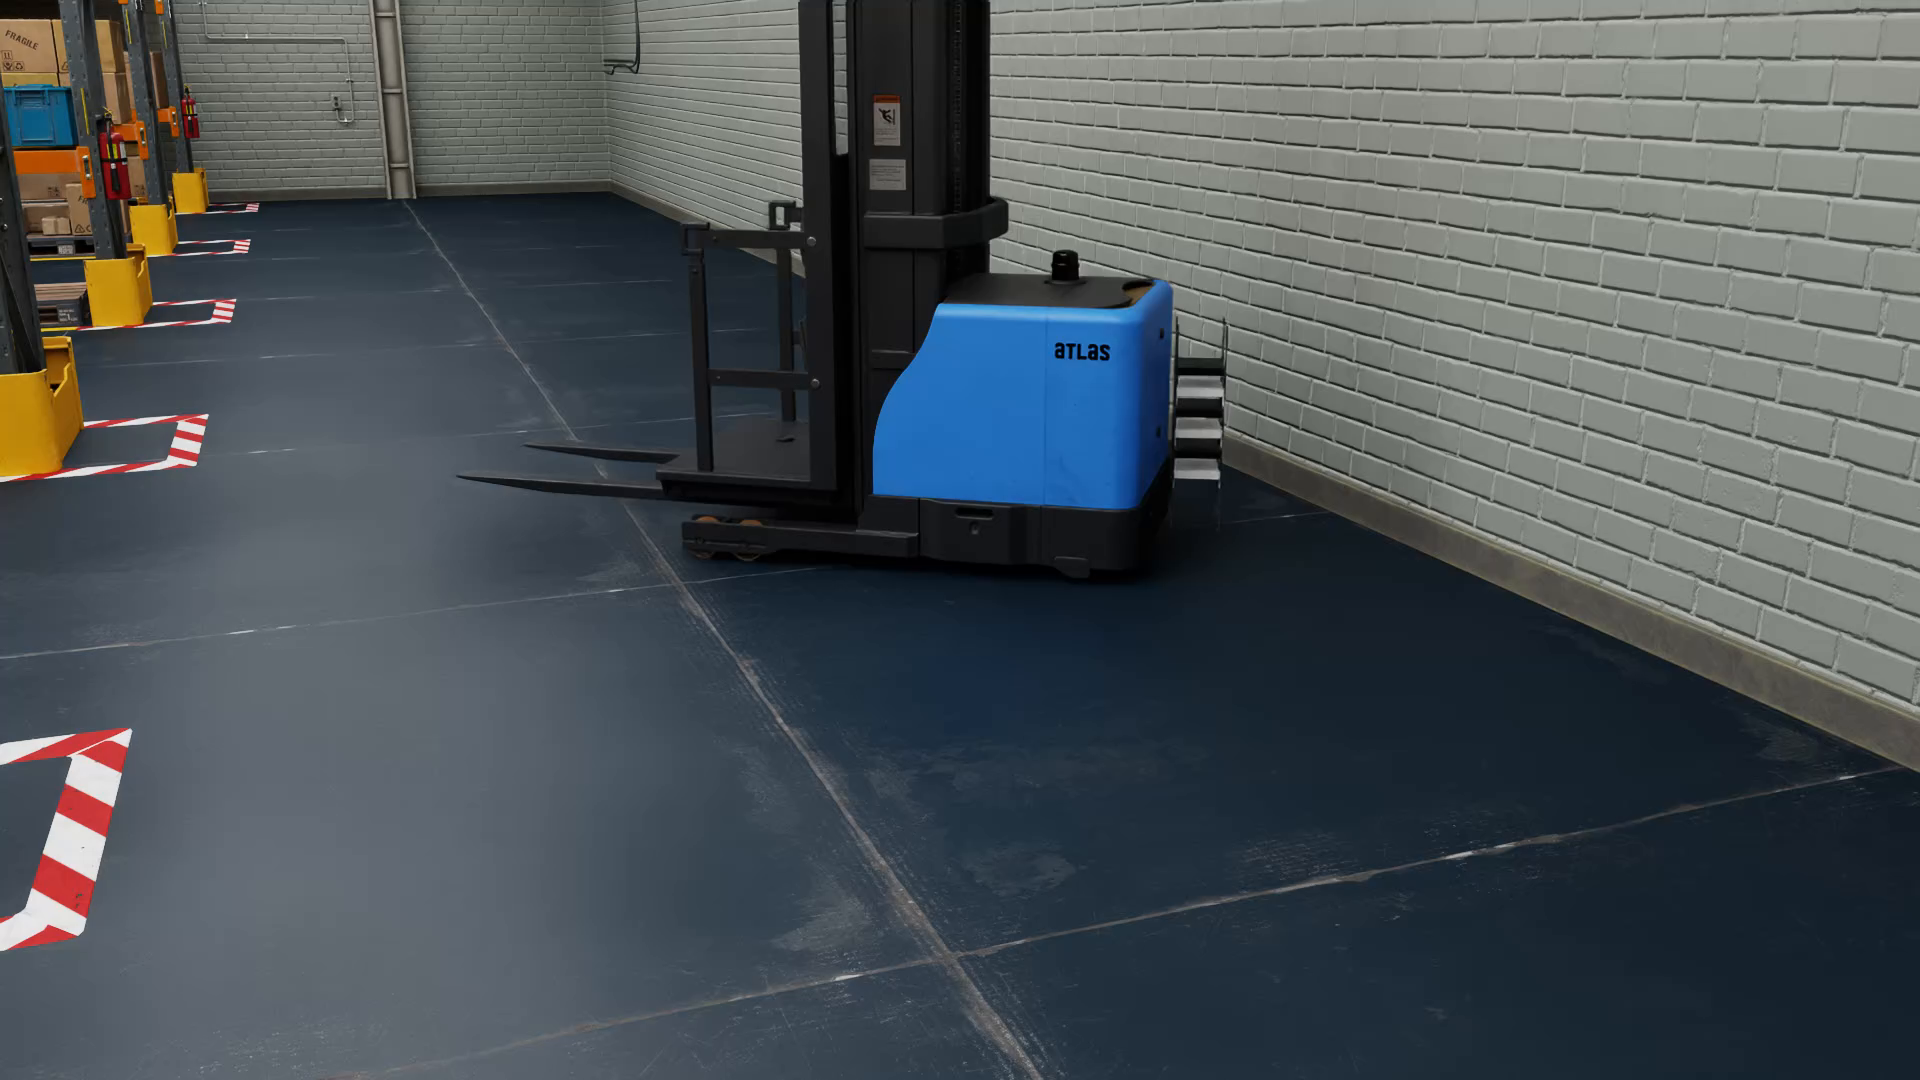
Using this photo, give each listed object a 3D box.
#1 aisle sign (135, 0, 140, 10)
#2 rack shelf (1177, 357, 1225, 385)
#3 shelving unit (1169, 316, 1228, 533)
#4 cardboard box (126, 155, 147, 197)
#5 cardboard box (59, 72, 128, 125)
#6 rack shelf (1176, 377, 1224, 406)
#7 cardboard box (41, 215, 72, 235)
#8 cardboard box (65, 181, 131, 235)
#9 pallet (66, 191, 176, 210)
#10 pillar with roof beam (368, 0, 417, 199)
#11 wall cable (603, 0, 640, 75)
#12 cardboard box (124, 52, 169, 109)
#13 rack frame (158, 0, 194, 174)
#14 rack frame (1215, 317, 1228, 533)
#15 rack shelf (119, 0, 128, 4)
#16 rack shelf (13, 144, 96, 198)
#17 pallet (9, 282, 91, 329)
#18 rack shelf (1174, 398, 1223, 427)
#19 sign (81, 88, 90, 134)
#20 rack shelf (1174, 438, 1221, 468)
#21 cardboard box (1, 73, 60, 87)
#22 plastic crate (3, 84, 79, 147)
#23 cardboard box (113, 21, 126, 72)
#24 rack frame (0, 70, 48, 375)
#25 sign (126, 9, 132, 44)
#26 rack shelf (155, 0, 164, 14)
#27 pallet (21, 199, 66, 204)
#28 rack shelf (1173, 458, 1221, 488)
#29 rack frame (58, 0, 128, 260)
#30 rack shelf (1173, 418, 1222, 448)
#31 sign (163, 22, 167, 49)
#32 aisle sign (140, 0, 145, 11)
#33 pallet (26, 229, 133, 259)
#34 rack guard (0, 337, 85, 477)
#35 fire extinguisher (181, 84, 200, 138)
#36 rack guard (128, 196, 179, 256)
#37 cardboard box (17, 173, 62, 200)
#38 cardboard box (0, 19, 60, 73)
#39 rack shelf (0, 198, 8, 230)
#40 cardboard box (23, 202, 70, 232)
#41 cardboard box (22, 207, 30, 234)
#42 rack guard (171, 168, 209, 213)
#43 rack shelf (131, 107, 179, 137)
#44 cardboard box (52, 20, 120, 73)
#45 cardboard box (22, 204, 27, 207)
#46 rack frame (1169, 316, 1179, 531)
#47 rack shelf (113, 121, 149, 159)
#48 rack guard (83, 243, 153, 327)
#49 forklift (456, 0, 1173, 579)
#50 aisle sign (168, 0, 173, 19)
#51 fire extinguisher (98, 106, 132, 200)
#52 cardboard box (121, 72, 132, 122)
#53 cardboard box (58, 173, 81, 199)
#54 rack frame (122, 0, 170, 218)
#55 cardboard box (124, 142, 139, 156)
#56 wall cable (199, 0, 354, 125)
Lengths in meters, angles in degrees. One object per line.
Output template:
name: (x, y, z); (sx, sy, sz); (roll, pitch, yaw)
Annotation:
aisle sign: (-8.223, -5.688, 16.529); (0.004, 0.787, 0.394); (-6, 17, -20)
rack shelf: (1.029, -0.728, 7.139); (0.200, 0.077, 0.258); (2, 16, 5)
shelving unit: (1.029, -0.501, 7.206); (0.210, 0.900, 0.258); (2, 16, 5)
cardboard box: (-10.790, -4.722, 21.547); (0.500, 0.500, 0.700); (-6, 17, -20)
cardboard box: (-8.717, -4.445, 16.735); (0.500, 0.500, 0.500); (-6, 17, -18)
rack shelf: (1.029, -0.641, 7.164); (0.200, 0.077, 0.258); (2, 16, 5)
cardboard box: (-9.226, -3.229, 17.018); (0.250, 0.166, 0.380); (-6, 17, -20)
cardboard box: (-8.816, -3.406, 17.029); (0.500, 0.500, 0.500); (-6, 17, -20)
pallet: (-10.891, -4.378, 21.632); (1.213, 0.211, 1.003); (-6, 17, -20)
pillar with roof beam: (-6.420, -8.063, 18.583); (0.400, 9.000, 9.100); (-6, 17, -20)
wall cable: (-4.763, -7.682, 22.797); (0.112, 2.526, 3.097); (-6, 17, -20)
cardboard box: (-10.645, -5.907, 21.357); (0.700, 0.700, 0.980); (-5, 17, -18)
rack frame: (-10.172, -5.817, 21.584); (0.127, 3.000, 1.000); (-6, 17, -20)
rack frame: (1.130, -0.498, 7.197); (0.006, 0.900, 0.240); (2, 16, 5)
rack shelf: (-10.264, -5.407, 16.139); (4.000, 0.370, 1.077); (-6, 17, -20)
rack shelf: (-8.495, -2.664, 12.122); (4.000, 0.370, 1.077); (-6, 17, -20)
pallet: (-7.411, -1.800, 12.852); (1.213, 0.211, 1.003); (-6, 17, -20)
rack shelf: (1.029, -0.555, 7.190); (0.200, 0.077, 0.258); (2, 16, 5)
sign: (-6.415, -3.146, 12.197); (0.005, 0.325, 0.100); (-6, 17, -20)
rack shelf: (1.029, -0.382, 7.241); (0.200, 0.077, 0.258); (2, 16, 5)
cardboard box: (-9.200, -4.392, 16.554); (0.500, 0.500, 0.500); (-6, 17, -20)
plastic crate: (-6.873, -3.173, 12.412); (0.499, 0.435, 0.616); (-6, 17, -20)
cardboard box: (-8.905, -5.066, 17.076); (0.500, 0.500, 0.500); (-6, 17, -18)
rack frame: (-4.855, -1.907, 8.270); (0.127, 3.000, 1.000); (-6, 17, -20)
sign: (-8.216, -5.073, 16.435); (0.005, 0.325, 0.100); (-6, 17, -20)
rack shelf: (-12.040, -6.709, 20.576); (4.000, 0.370, 1.077); (-6, 17, -20)
pallet: (-12.028, -4.256, 21.217); (1.213, 0.211, 1.003); (-6, 17, -20)
rack shelf: (1.029, -0.296, 7.266); (0.200, 0.077, 0.258); (2, 16, 5)
rack frame: (-6.627, -3.210, 12.707); (0.127, 3.000, 1.000); (-6, 17, -20)
rack shelf: (1.029, -0.469, 7.215); (0.200, 0.077, 0.258); (2, 16, 5)
sign: (-9.991, -6.342, 20.896); (0.005, 0.325, 0.100); (-6, 17, -20)
aisle sign: (-8.437, -5.846, 17.067); (0.004, 0.787, 0.394); (-6, 17, -20)
pallet: (-9.211, -3.088, 17.239); (1.213, 0.211, 1.003); (-6, 17, -20)
rack guard: (-4.832, -0.710, 8.630); (0.348, 0.500, 1.175); (-6, 17, -20)
fire extinguisher: (-9.866, -5.495, 21.285); (0.183, 0.674, 0.296); (-6, 17, -20)
rack guard: (-8.467, -3.307, 17.473); (0.348, 0.500, 1.175); (-6, 17, -20)
cardboard box: (-11.727, -4.621, 21.202); (0.500, 0.500, 0.700); (-7, 18, -22)
cardboard box: (-9.185, -4.873, 16.418); (0.500, 0.500, 0.500); (-6, 17, -19)
rack shelf: (-6.722, -1.361, 7.684); (4.000, 0.370, 1.077); (-6, 17, -20)
cardboard box: (-9.472, -3.375, 17.368); (0.500, 0.250, 0.500); (-6, 17, -20)
cardboard box: (-9.713, -3.198, 16.765); (0.500, 0.250, 0.500); (-6, 17, -20)
rack guard: (-10.150, -4.620, 21.944); (0.348, 0.500, 1.175); (-6, 17, -20)
rack shelf: (-12.040, -5.270, 20.998); (4.000, 0.370, 1.077); (-6, 17, -20)
cardboard box: (-8.713, -4.925, 16.592); (0.500, 0.500, 0.500); (-6, 18, -21)
cardboard box: (-9.939, -3.325, 17.196); (0.500, 0.250, 0.500); (-6, 17, -20)
rack frame: (0.928, -0.503, 7.215); (0.006, 0.900, 0.240); (2, 16, 5)
rack shelf: (-10.264, -3.967, 16.561); (4.000, 0.370, 1.077); (-6, 17, -20)
rack guard: (-6.609, -2.017, 13.079); (0.348, 0.500, 1.175); (-6, 17, -20)
forklift: (-0.658, -1.460, 6.869); (3.031, 2.935, 1.130); (4, 17, 14)
aisle sign: (-9.997, -6.993, 20.973); (0.004, 0.787, 0.394); (-6, 17, -20)
fire extinguisher: (-6.324, -2.890, 12.415); (0.183, 0.674, 0.296); (-6, 17, -20)
cardboard box: (-8.905, -4.587, 17.216); (0.500, 0.500, 0.500); (-6, 17, -19)
cardboard box: (-11.257, -4.672, 21.375); (0.500, 0.500, 0.700); (-6, 17, -20)
rack frame: (-8.396, -4.514, 17.147); (0.127, 3.000, 1.000); (-6, 17, -20)
cardboard box: (-10.745, -5.099, 21.677); (0.250, 0.149, 0.380); (-6, 17, -20)
wall cable: (-9.315, -6.683, 22.728); (1.851, 1.984, 0.084); (-6, 17, -20)
